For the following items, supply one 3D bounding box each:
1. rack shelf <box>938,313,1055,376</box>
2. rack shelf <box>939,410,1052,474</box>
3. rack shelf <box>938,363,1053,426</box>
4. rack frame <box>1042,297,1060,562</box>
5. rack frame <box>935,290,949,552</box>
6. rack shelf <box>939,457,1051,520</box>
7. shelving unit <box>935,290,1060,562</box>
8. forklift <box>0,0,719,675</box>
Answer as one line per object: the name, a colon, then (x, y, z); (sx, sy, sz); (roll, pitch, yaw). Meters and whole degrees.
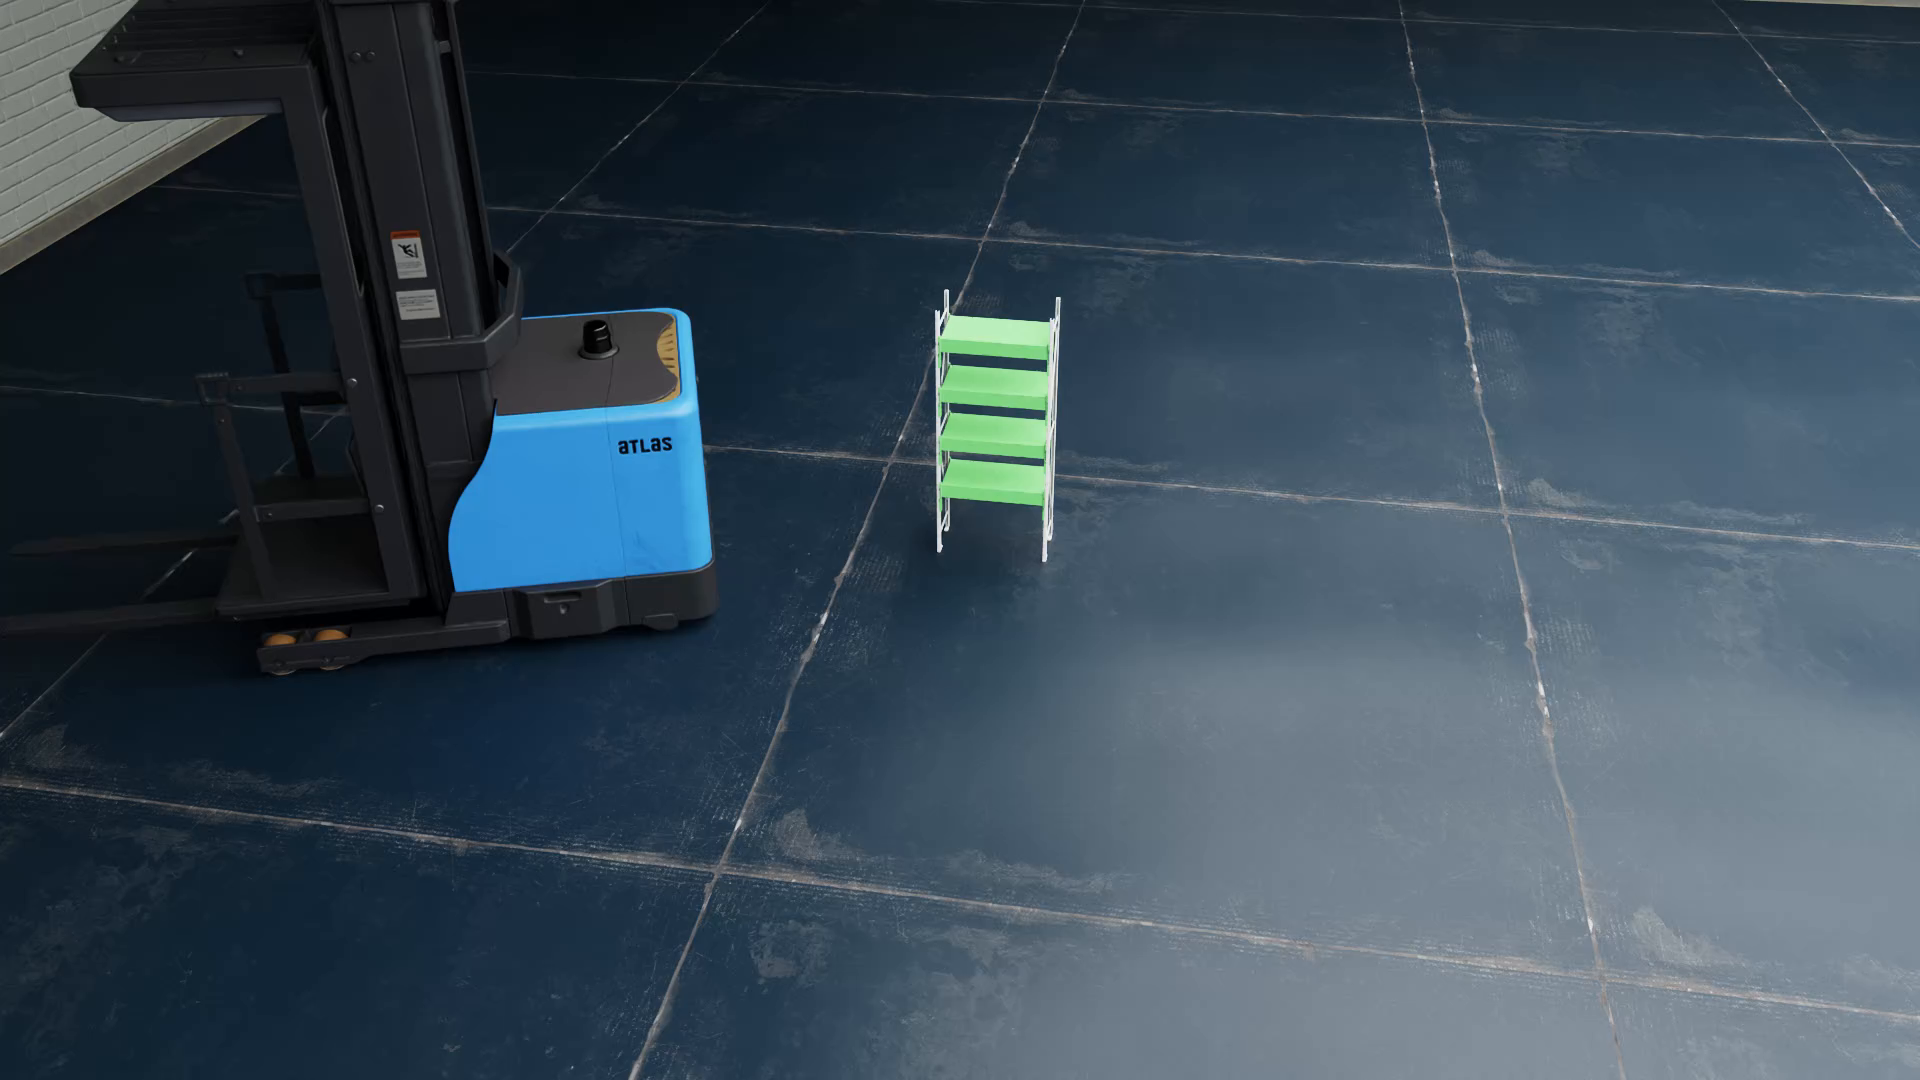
rack shelf: (0.163, -0.847, 7.187); (0.480, 0.148, 0.258); (5, 32, 8)
rack shelf: (0.163, -0.440, 7.442); (0.480, 0.148, 0.258); (5, 32, 8)
rack shelf: (0.163, -0.643, 7.315); (0.480, 0.148, 0.258); (5, 32, 8)
rack frame: (0.404, -0.472, 7.373); (0.015, 1.200, 0.240); (5, 32, 8)
rack frame: (-0.077, -0.516, 7.443); (0.015, 1.200, 0.240); (5, 32, 8)
rack shelf: (0.163, -0.236, 7.569); (0.480, 0.148, 0.258); (5, 32, 8)
shelving unit: (0.163, -0.494, 7.408); (0.503, 1.200, 0.258); (5, 32, 8)
forklift: (-2.604, -0.989, 6.568); (3.031, 2.935, 1.130); (-5, 32, -8)
